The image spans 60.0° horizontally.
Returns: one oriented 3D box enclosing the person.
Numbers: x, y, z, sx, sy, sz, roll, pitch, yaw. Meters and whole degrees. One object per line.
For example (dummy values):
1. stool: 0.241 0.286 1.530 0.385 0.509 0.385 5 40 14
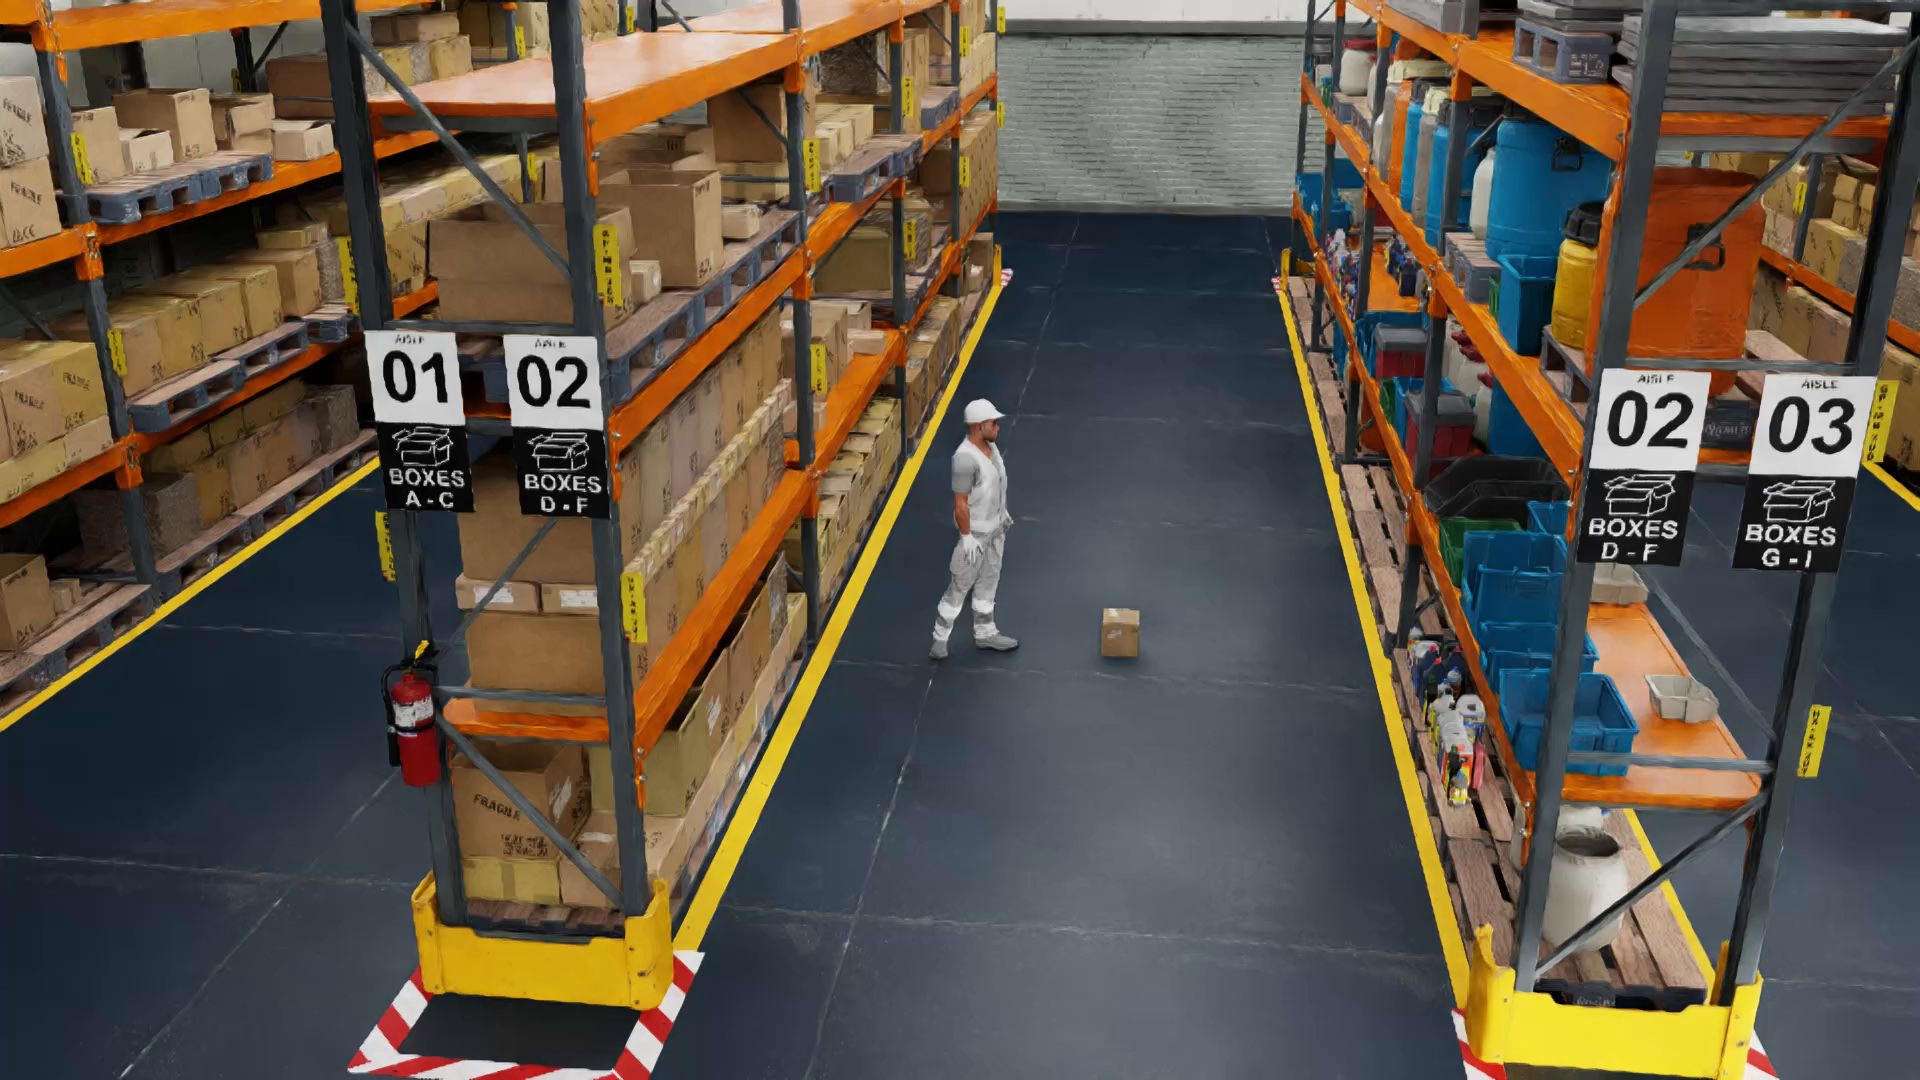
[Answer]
1. person: 0.116 -0.094 11.278 0.536 1.786 0.752 11 23 26
